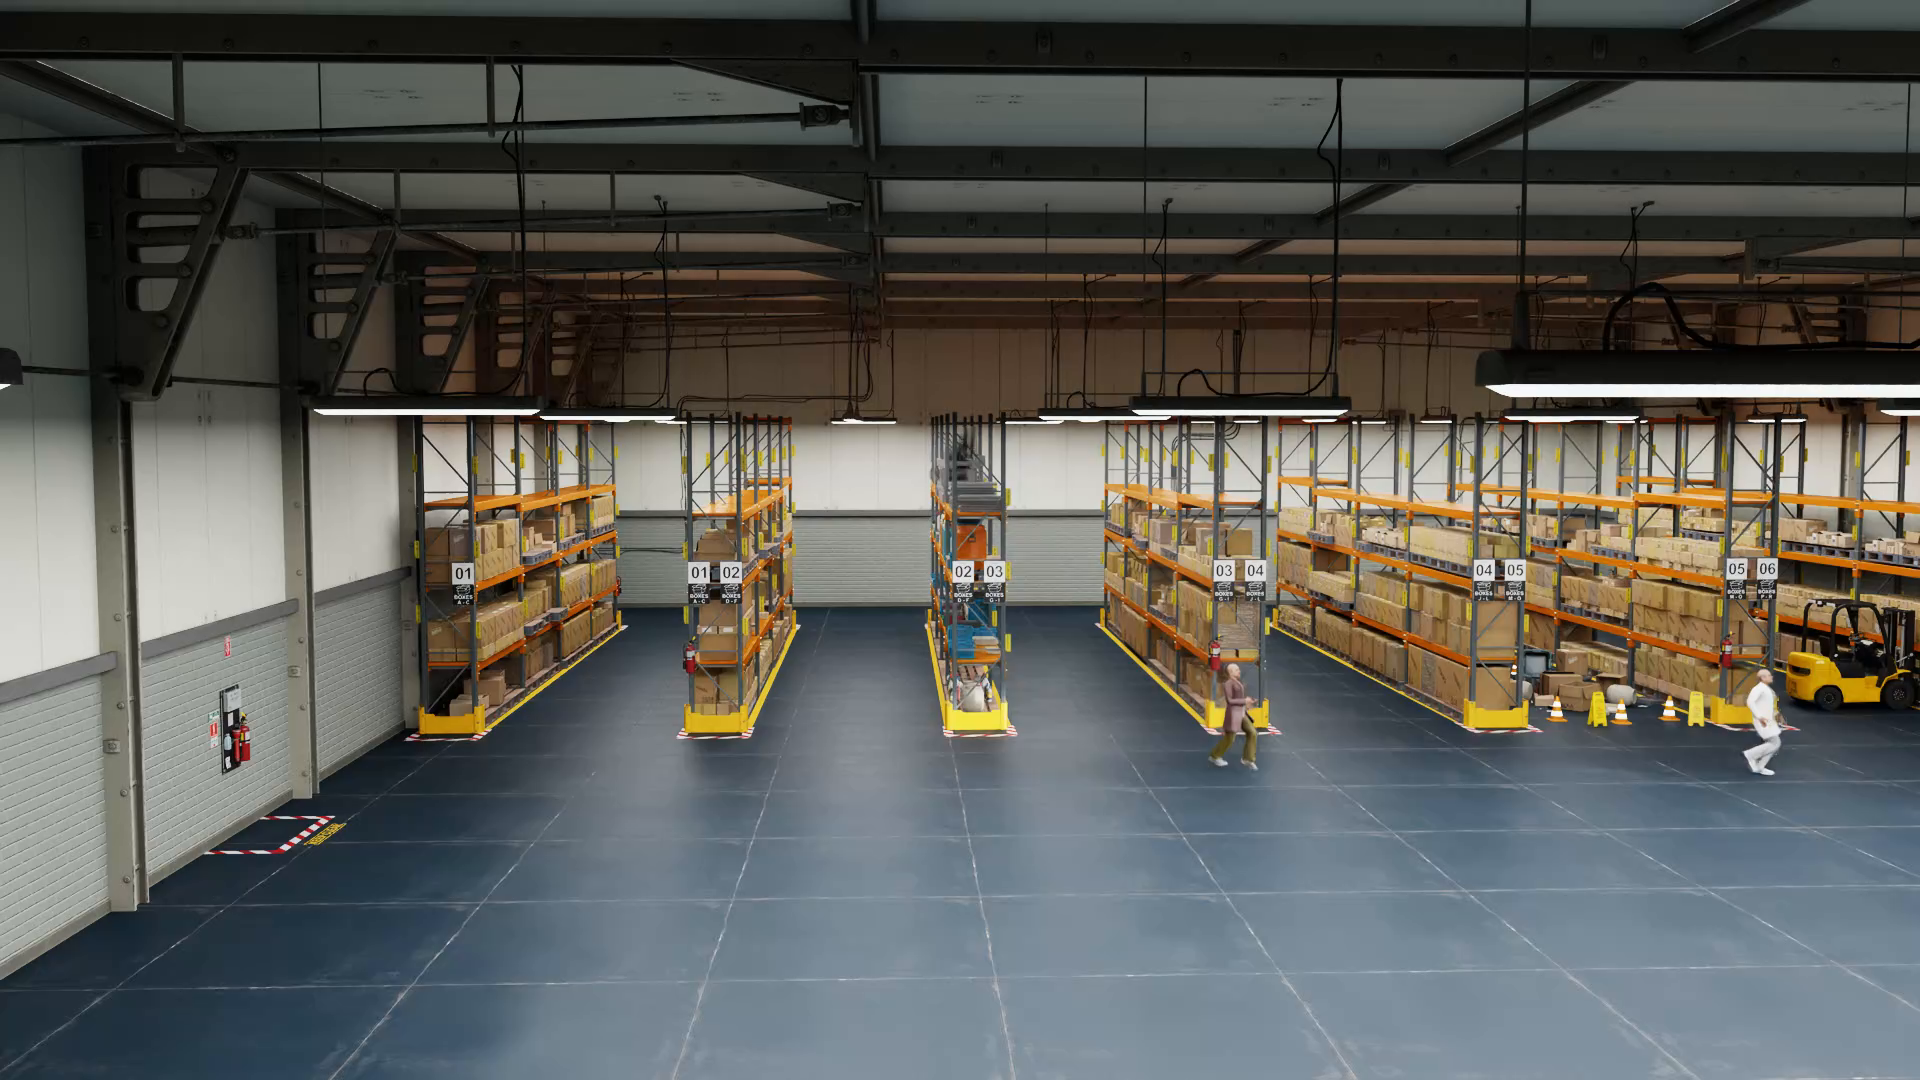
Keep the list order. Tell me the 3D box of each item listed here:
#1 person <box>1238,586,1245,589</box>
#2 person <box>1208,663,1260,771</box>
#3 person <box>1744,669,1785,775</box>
[{"bbox_3d":[7.839,1.663,46.847,0.689,1.783,0.678,0,4,3],"label":"person"},{"bbox_3d":[4.592,2.965,27.798,0.874,1.823,0.726,3,5,33],"label":"person"},{"bbox_3d":[13.247,2.997,27.374,0.573,1.732,0.726,3,5,38],"label":"person"}]
